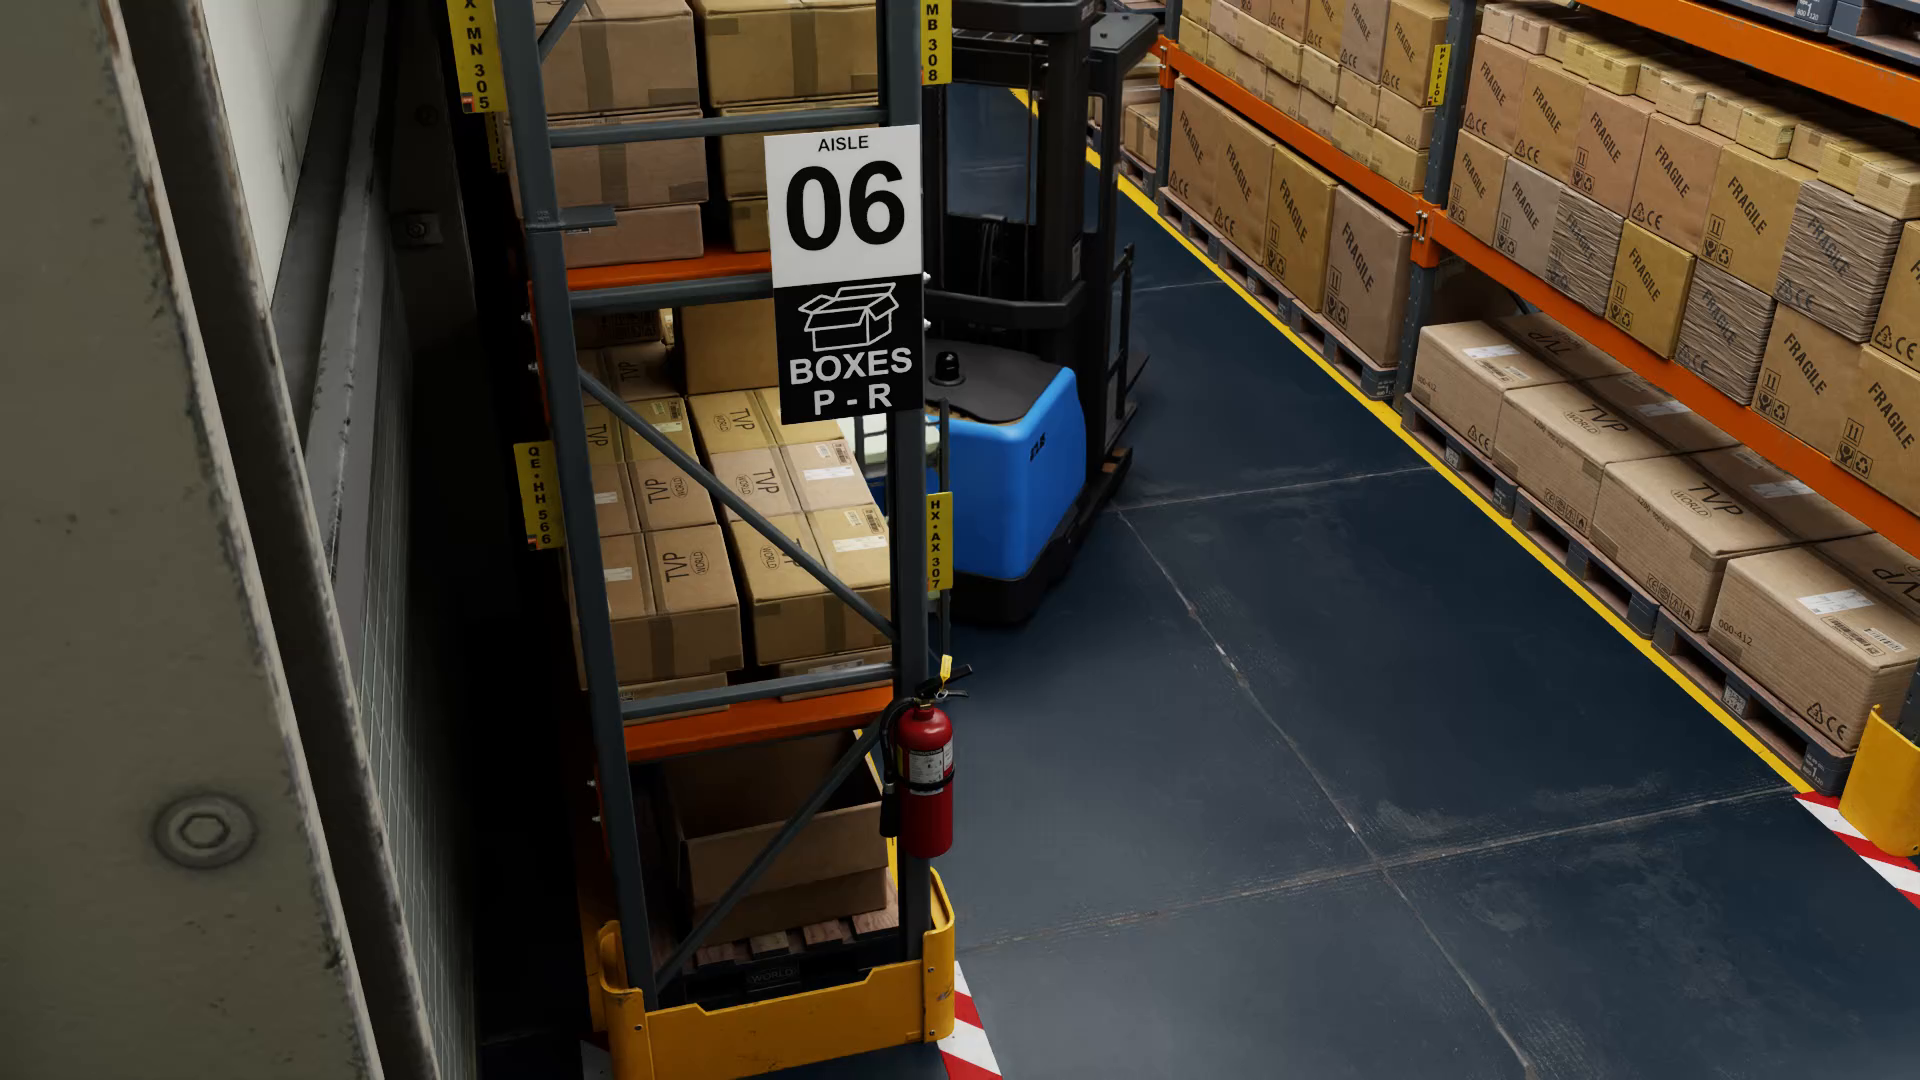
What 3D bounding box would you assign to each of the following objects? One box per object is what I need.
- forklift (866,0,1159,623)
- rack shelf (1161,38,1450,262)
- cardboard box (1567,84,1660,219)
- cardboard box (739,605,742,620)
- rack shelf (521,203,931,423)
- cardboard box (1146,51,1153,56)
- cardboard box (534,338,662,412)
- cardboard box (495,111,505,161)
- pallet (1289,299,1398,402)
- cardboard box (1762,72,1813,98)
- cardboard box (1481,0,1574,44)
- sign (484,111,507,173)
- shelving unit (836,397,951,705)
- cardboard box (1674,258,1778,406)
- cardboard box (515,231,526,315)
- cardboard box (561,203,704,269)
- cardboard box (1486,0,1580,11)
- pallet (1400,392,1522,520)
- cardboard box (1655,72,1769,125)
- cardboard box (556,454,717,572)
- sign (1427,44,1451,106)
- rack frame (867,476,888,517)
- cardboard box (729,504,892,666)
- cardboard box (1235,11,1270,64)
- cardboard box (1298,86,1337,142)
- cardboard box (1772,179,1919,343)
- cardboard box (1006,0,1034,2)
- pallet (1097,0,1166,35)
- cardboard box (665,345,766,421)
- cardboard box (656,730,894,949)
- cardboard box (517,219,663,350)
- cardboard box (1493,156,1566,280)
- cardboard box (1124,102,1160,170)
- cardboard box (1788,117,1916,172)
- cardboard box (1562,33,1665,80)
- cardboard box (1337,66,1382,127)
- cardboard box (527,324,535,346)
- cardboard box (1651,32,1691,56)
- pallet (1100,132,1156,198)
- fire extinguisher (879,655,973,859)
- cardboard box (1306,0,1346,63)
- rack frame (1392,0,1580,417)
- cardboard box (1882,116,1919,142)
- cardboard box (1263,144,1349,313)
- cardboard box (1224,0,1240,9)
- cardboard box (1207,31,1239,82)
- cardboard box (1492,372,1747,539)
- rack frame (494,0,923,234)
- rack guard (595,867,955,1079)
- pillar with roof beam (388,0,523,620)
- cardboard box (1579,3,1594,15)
[{"bbox_3d":[0.330,-1.596,8.582,1.130,2.935,3.031,11,32,18],"label":"forklift"},{"bbox_3d":[2.599,-2.793,11.300,1.077,0.370,4.000,-8,31,-13],"label":"rack shelf"},{"bbox_3d":[3.276,-1.859,7.869,0.500,0.500,0.500,-7,31,-12],"label":"cardboard box"},{"bbox_3d":[-0.631,0.129,5.783,0.380,0.149,0.250,-8,31,-14],"label":"cardboard box"},{"bbox_3d":[-1.124,-1.498,6.067,1.077,0.370,4.000,-8,31,-13],"label":"rack shelf"},{"bbox_3d":[1.342,-4.447,15.643,0.950,0.372,0.625,-6,31,-10],"label":"cardboard box"},{"bbox_3d":[-1.509,-0.775,6.947,0.500,0.250,0.500,-7,31,-12],"label":"cardboard box"},{"bbox_3d":[-1.121,-1.332,4.915,0.500,0.250,0.500,-8,31,-13],"label":"cardboard box"},{"bbox_3d":[2.853,-1.295,10.776,1.003,0.211,1.213,-8,31,-13],"label":"pallet"},{"bbox_3d":[3.877,-2.047,7.546,0.380,0.149,0.250,-8,31,-13],"label":"cardboard box"},{"bbox_3d":[2.964,-2.709,8.690,0.380,0.149,0.250,-8,31,-14],"label":"cardboard box"},{"bbox_3d":[-2.189,-1.903,7.887,0.100,0.325,0.005,-8,31,-13],"label":"sign"},{"bbox_3d":[-0.370,-0.061,7.358,0.431,1.500,0.755,-11,32,-19],"label":"shelving unit"},{"bbox_3d":[3.544,-0.939,7.279,0.500,0.500,0.500,-7,31,-12],"label":"cardboard box"},{"bbox_3d":[-2.623,-1.773,10.895,0.500,0.500,0.500,-6,31,-11],"label":"cardboard box"},{"bbox_3d":[-0.901,-0.858,4.495,0.380,0.149,0.250,-7,31,-12],"label":"cardboard box"},{"bbox_3d":[3.290,-2.866,9.609,0.500,0.500,0.500,-7,31,-13],"label":"cardboard box"},{"bbox_3d":[3.256,-0.554,9.497,1.003,0.211,1.213,-8,31,-13],"label":"pallet"},{"bbox_3d":[3.350,-1.970,7.415,0.380,0.149,0.250,-8,31,-13],"label":"cardboard box"},{"bbox_3d":[-1.107,-0.045,5.686,0.500,0.250,0.500,-8,31,-13],"label":"cardboard box"},{"bbox_3d":[2.610,-2.529,9.048,0.100,0.325,0.005,-8,31,-13],"label":"sign"},{"bbox_3d":[-0.505,-0.231,7.652,0.400,1.500,0.023,-11,32,-19],"label":"rack frame"},{"bbox_3d":[-0.454,0.136,5.373,0.500,0.250,0.500,-8,31,-13],"label":"cardboard box"},{"bbox_3d":[2.221,-3.452,11.371,0.500,0.250,0.500,-8,31,-13],"label":"cardboard box"},{"bbox_3d":[2.518,-2.749,10.655,0.500,0.250,0.500,-9,31,-15],"label":"cardboard box"},{"bbox_3d":[3.667,-1.133,6.615,0.500,0.500,0.500,-8,31,-13],"label":"cardboard box"},{"bbox_3d":[0.591,-5.569,16.954,0.500,0.500,0.500,-8,31,-14],"label":"cardboard box"},{"bbox_3d":[1.777,-4.318,13.407,1.213,0.211,1.003,-8,31,-13],"label":"pallet"},{"bbox_3d":[-0.882,-0.596,6.638,0.500,0.250,0.500,-9,31,-15],"label":"cardboard box"},{"bbox_3d":[-0.664,1.046,6.022,0.797,0.503,0.637,-9,31,-15],"label":"cardboard box"},{"bbox_3d":[-1.516,-1.111,6.779,0.500,0.500,0.500,-9,31,-15],"label":"cardboard box"},{"bbox_3d":[3.132,-1.677,8.553,0.500,0.500,0.500,-8,31,-13],"label":"cardboard box"},{"bbox_3d":[1.928,-3.389,13.815,0.950,0.372,0.625,-10,32,-17],"label":"cardboard box"},{"bbox_3d":[3.635,-1.606,6.785,0.380,0.149,0.250,-8,31,-14],"label":"cardboard box"},{"bbox_3d":[3.163,-2.341,8.055,0.380,0.149,0.250,-8,31,-14],"label":"cardboard box"},{"bbox_3d":[2.639,-2.711,10.091,0.500,0.250,0.500,-7,31,-12],"label":"cardboard box"},{"bbox_3d":[-2.193,-1.016,9.586,0.500,0.500,0.500,-9,31,-15],"label":"cardboard box"},{"bbox_3d":[3.625,-2.406,8.167,0.380,0.149,0.250,-8,31,-14],"label":"cardboard box"},{"bbox_3d":[1.862,-3.241,14.140,1.003,0.211,1.213,-8,31,-13],"label":"pallet"},{"bbox_3d":[-0.108,0.659,5.066,0.296,0.674,0.183,-8,31,-13],"label":"fire extinguisher"},{"bbox_3d":[2.509,-3.294,10.348,0.500,0.500,0.500,-7,31,-12],"label":"cardboard box"},{"bbox_3d":[3.130,-2.139,9.451,1.000,3.000,0.127,-8,31,-13],"label":"rack frame"},{"bbox_3d":[4.060,-1.674,6.903,0.380,0.149,0.250,-8,31,-13],"label":"cardboard box"},{"bbox_3d":[2.641,-2.125,11.129,0.875,0.875,0.875,-7,31,-12],"label":"cardboard box"},{"bbox_3d":[2.105,-4.038,11.634,0.500,0.500,0.500,-8,31,-13],"label":"cardboard box"},{"bbox_3d":[2.109,-3.490,11.936,0.500,0.250,0.500,-9,31,-15],"label":"cardboard box"},{"bbox_3d":[3.431,-0.462,8.692,0.875,0.438,0.875,-9,31,-15],"label":"cardboard box"},{"bbox_3d":[-0.593,-2.142,3.467,1.000,3.000,0.127,-8,31,-13],"label":"rack frame"},{"bbox_3d":[-0.613,1.500,5.659,1.175,0.500,0.348,-8,31,-13],"label":"rack guard"},{"bbox_3d":[1.812,-4.190,7.006,9.100,9.000,0.400,-8,31,-13],"label":"pillar with roof beam"},{"bbox_3d":[3.519,-2.789,8.829,0.380,0.149,0.250,-8,31,-14],"label":"cardboard box"}]
